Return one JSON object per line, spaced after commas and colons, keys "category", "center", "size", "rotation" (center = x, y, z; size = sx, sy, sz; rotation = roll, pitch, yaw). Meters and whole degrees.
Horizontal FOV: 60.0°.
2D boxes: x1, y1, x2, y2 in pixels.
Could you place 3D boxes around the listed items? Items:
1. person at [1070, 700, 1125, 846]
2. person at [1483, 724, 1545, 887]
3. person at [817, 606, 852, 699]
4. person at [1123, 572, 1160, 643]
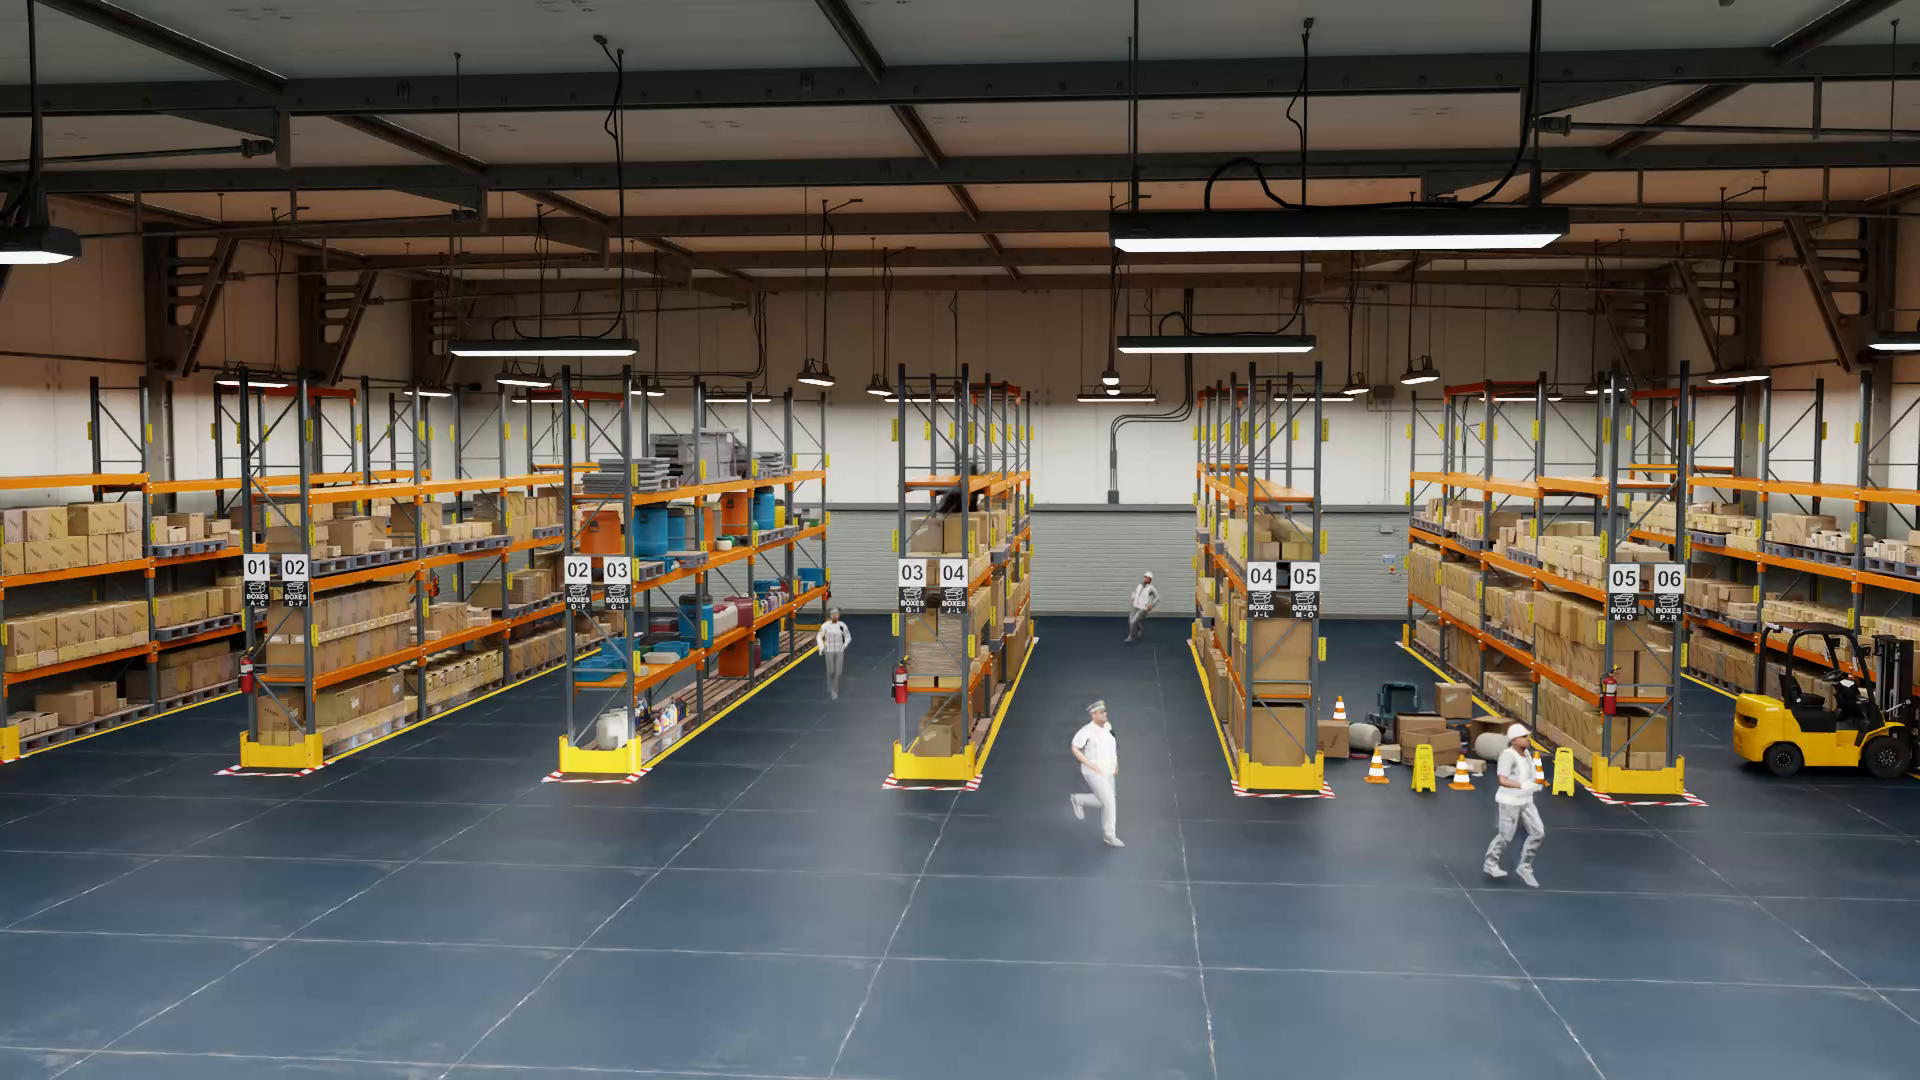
{"category": "person", "center": [1.678, 2.842, 20.454], "size": [0.892, 1.768, 0.659], "rotation": [3, 5, 39]}
{"category": "person", "center": [6.156, 2.943, 18.409], "size": [0.659, 1.829, 0.759], "rotation": [-3, 5, -38]}
{"category": "person", "center": [-2.226, 1.993, 29.499], "size": [0.618, 1.654, 0.489], "rotation": [-1, 4, -8]}
{"category": "person", "center": [4.310, 1.617, 39.695], "size": [0.733, 1.692, 0.723], "rotation": [-3, 5, -38]}
